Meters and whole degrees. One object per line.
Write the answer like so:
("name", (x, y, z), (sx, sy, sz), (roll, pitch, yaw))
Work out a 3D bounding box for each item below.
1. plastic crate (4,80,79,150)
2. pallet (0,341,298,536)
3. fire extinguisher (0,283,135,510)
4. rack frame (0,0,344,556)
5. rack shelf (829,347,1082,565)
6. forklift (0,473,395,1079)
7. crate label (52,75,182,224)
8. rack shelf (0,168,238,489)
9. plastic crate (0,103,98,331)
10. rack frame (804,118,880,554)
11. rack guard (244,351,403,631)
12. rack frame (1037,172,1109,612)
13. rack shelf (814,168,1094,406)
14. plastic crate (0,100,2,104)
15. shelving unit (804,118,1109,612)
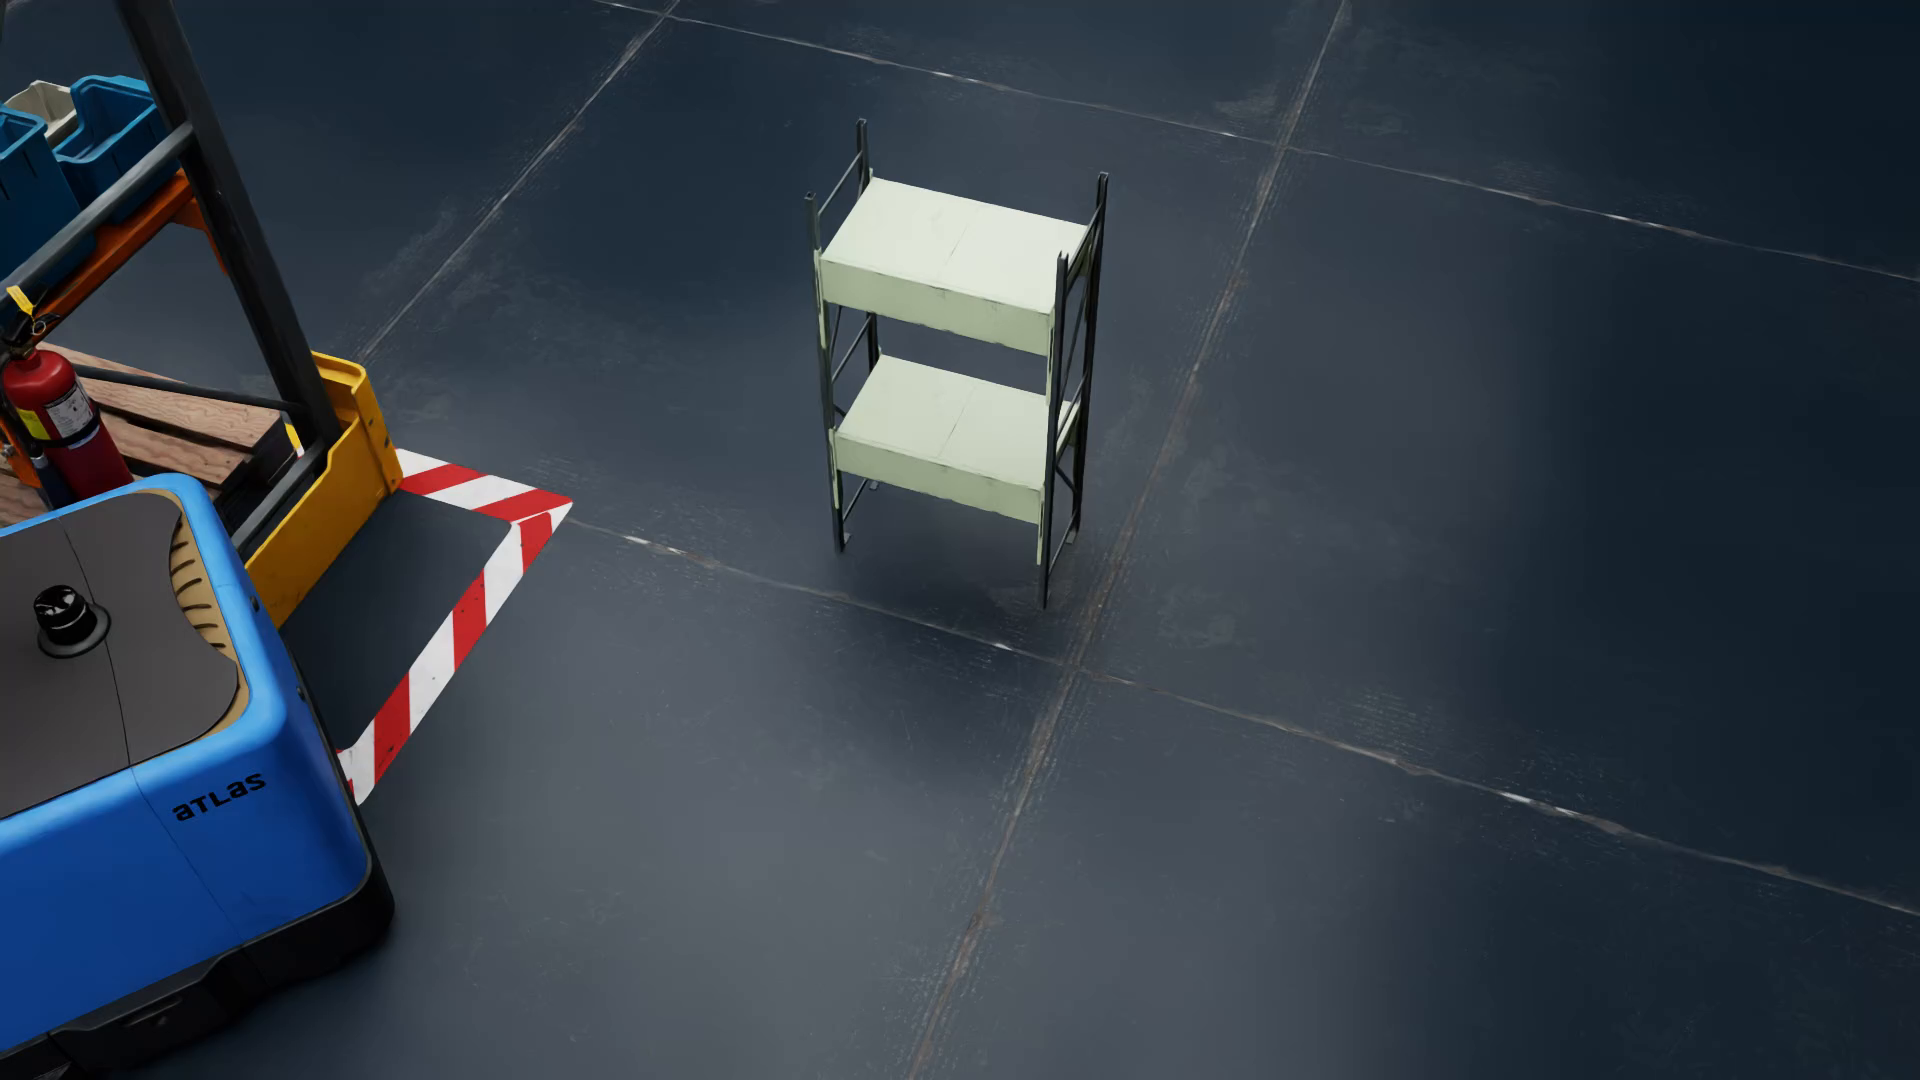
("plastic crate", (-2.751, -1.233, 4.968), (0.298, 0.136, 0.250), (16, 51, 13))
("pallet", (-3.122, -0.189, 5.774), (1.213, 0.211, 1.003), (16, 51, 13))
("fire extinguisher", (-2.377, -0.350, 4.366), (0.183, 0.674, 0.296), (16, 51, 13))
("rack frame", (-2.361, -0.859, 4.509), (0.127, 3.000, 1.000), (16, 51, 13))
("rack shelf", (-0.006, -0.279, 5.431), (0.720, 0.370, 0.431), (16, 51, 13))
("forklift", (-3.147, 0.408, 3.457), (3.031, 2.935, 1.130), (-24, 53, -19))
("crate label", (-2.479, -1.122, 4.808), (0.303, 0.233, 0.416), (16, 51, 13))
("rack shelf", (-4.238, -1.147, 5.235), (4.000, 0.370, 1.077), (16, 51, 13))
("plastic crate", (-2.740, -0.845, 4.435), (0.499, 0.435, 0.616), (16, 51, 13))
("rack frame", (-0.350, -0.589, 5.268), (0.023, 1.500, 0.400), (16, 51, 13))
("rack guard", (-2.334, -0.043, 5.457), (0.348, 0.500, 1.175), (16, 51, 13))
("rack frame", (0.337, -0.397, 5.102), (0.023, 1.500, 0.400), (16, 51, 13))
("rack shelf", (-0.006, -0.749, 4.890), (0.720, 0.370, 0.431), (16, 51, 13))
("plastic crate", (-3.096, -1.294, 4.958), (0.300, 0.233, 0.416), (16, 51, 13))
("shelving unit", (-0.006, -0.493, 5.185), (0.755, 1.500, 0.431), (16, 51, 13))
